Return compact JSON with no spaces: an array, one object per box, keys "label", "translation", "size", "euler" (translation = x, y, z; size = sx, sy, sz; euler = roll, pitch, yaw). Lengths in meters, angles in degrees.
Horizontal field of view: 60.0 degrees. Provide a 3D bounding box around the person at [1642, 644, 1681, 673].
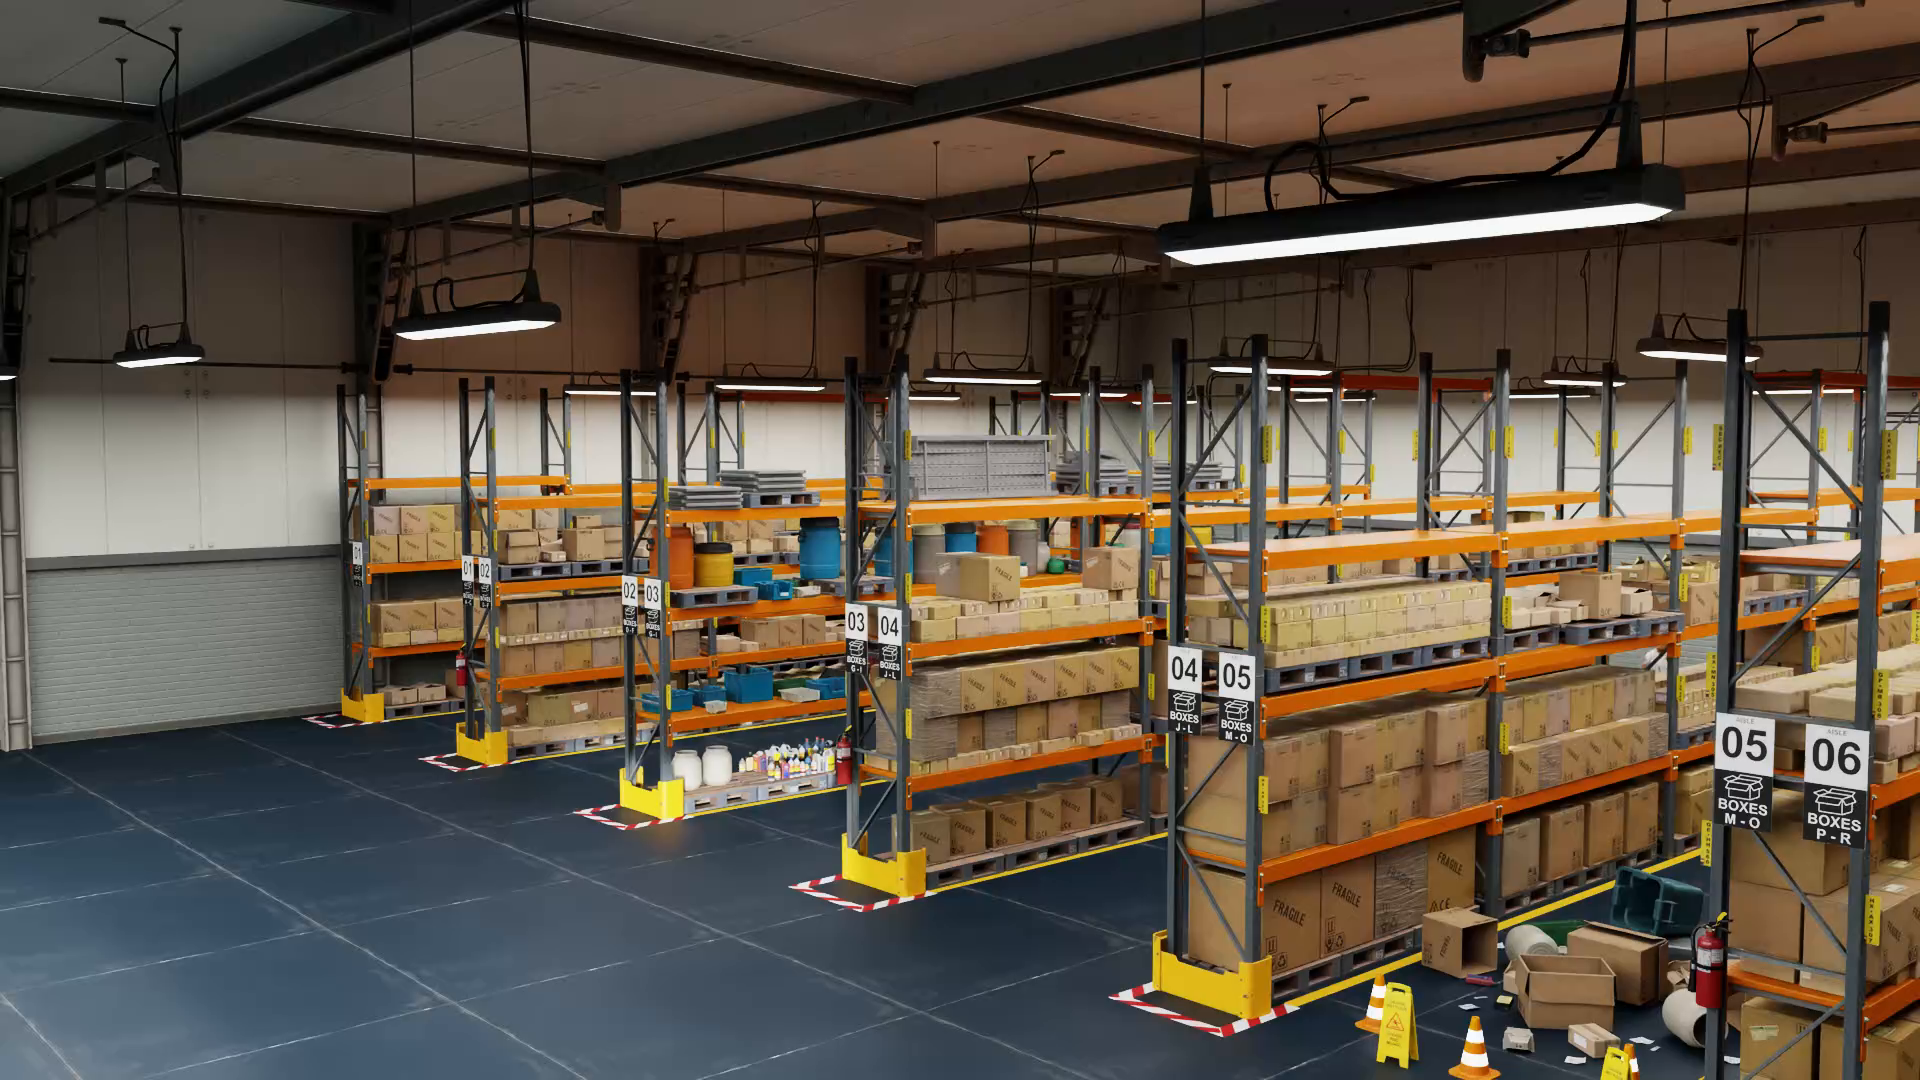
[{"label":"person","translation":[12.147,2.475,28.811],"size":[0.635,1.623,0.752],"euler":[2,4,28]}]
